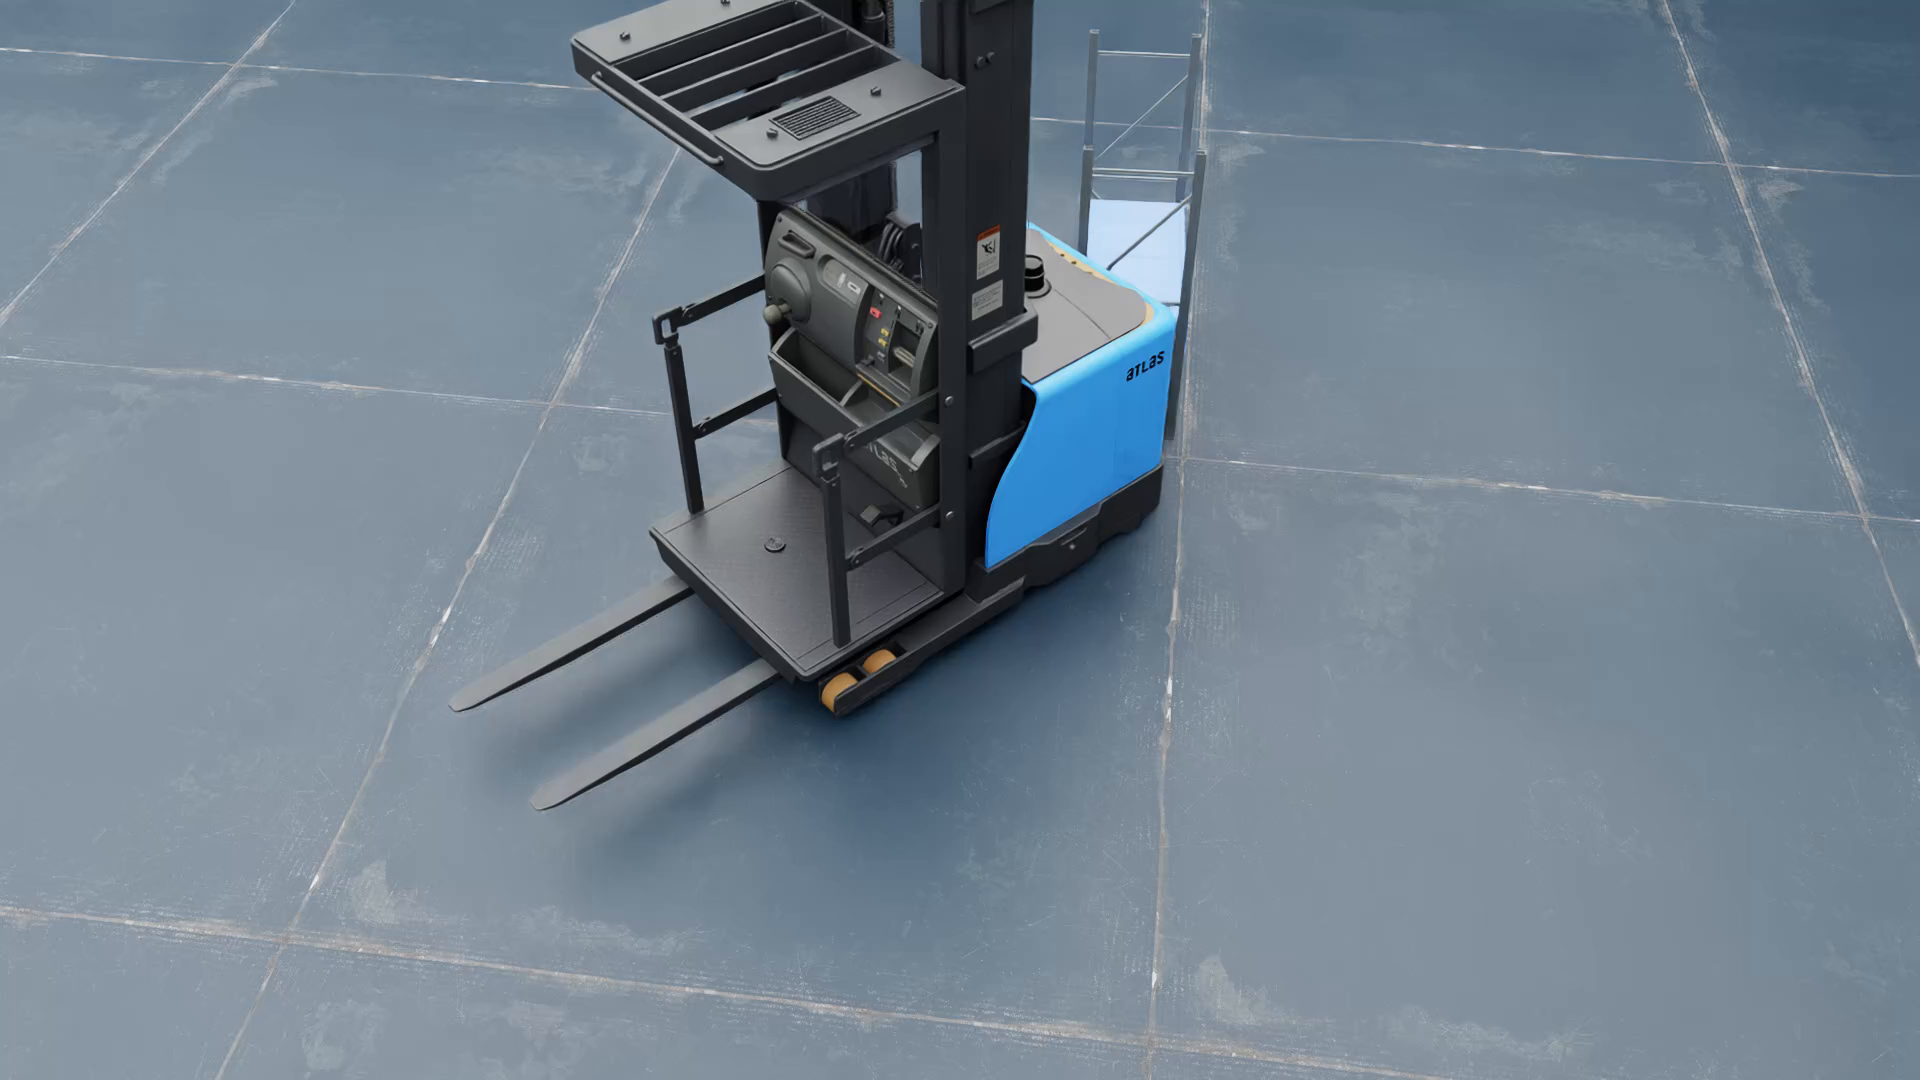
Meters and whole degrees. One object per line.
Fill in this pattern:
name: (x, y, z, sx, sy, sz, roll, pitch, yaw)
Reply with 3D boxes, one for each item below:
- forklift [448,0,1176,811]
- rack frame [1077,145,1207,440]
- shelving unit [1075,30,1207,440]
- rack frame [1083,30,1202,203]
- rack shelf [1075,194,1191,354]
forklift: (-0.566, -0.788, 5.950, 3.031, 2.935, 1.130, -30, 51, -28)
rack frame: (0.750, -1.036, 7.253, 0.500, 1.500, 0.032, 3, 44, 3)
shelving unit: (0.792, -1.384, 7.621, 0.538, 1.500, 1.048, 3, 44, 3)
rack frame: (0.834, -1.732, 7.989, 0.500, 1.500, 0.032, 3, 44, 3)
rack shelf: (0.792, -1.254, 7.745, 0.538, 0.185, 1.000, 3, 44, 3)
